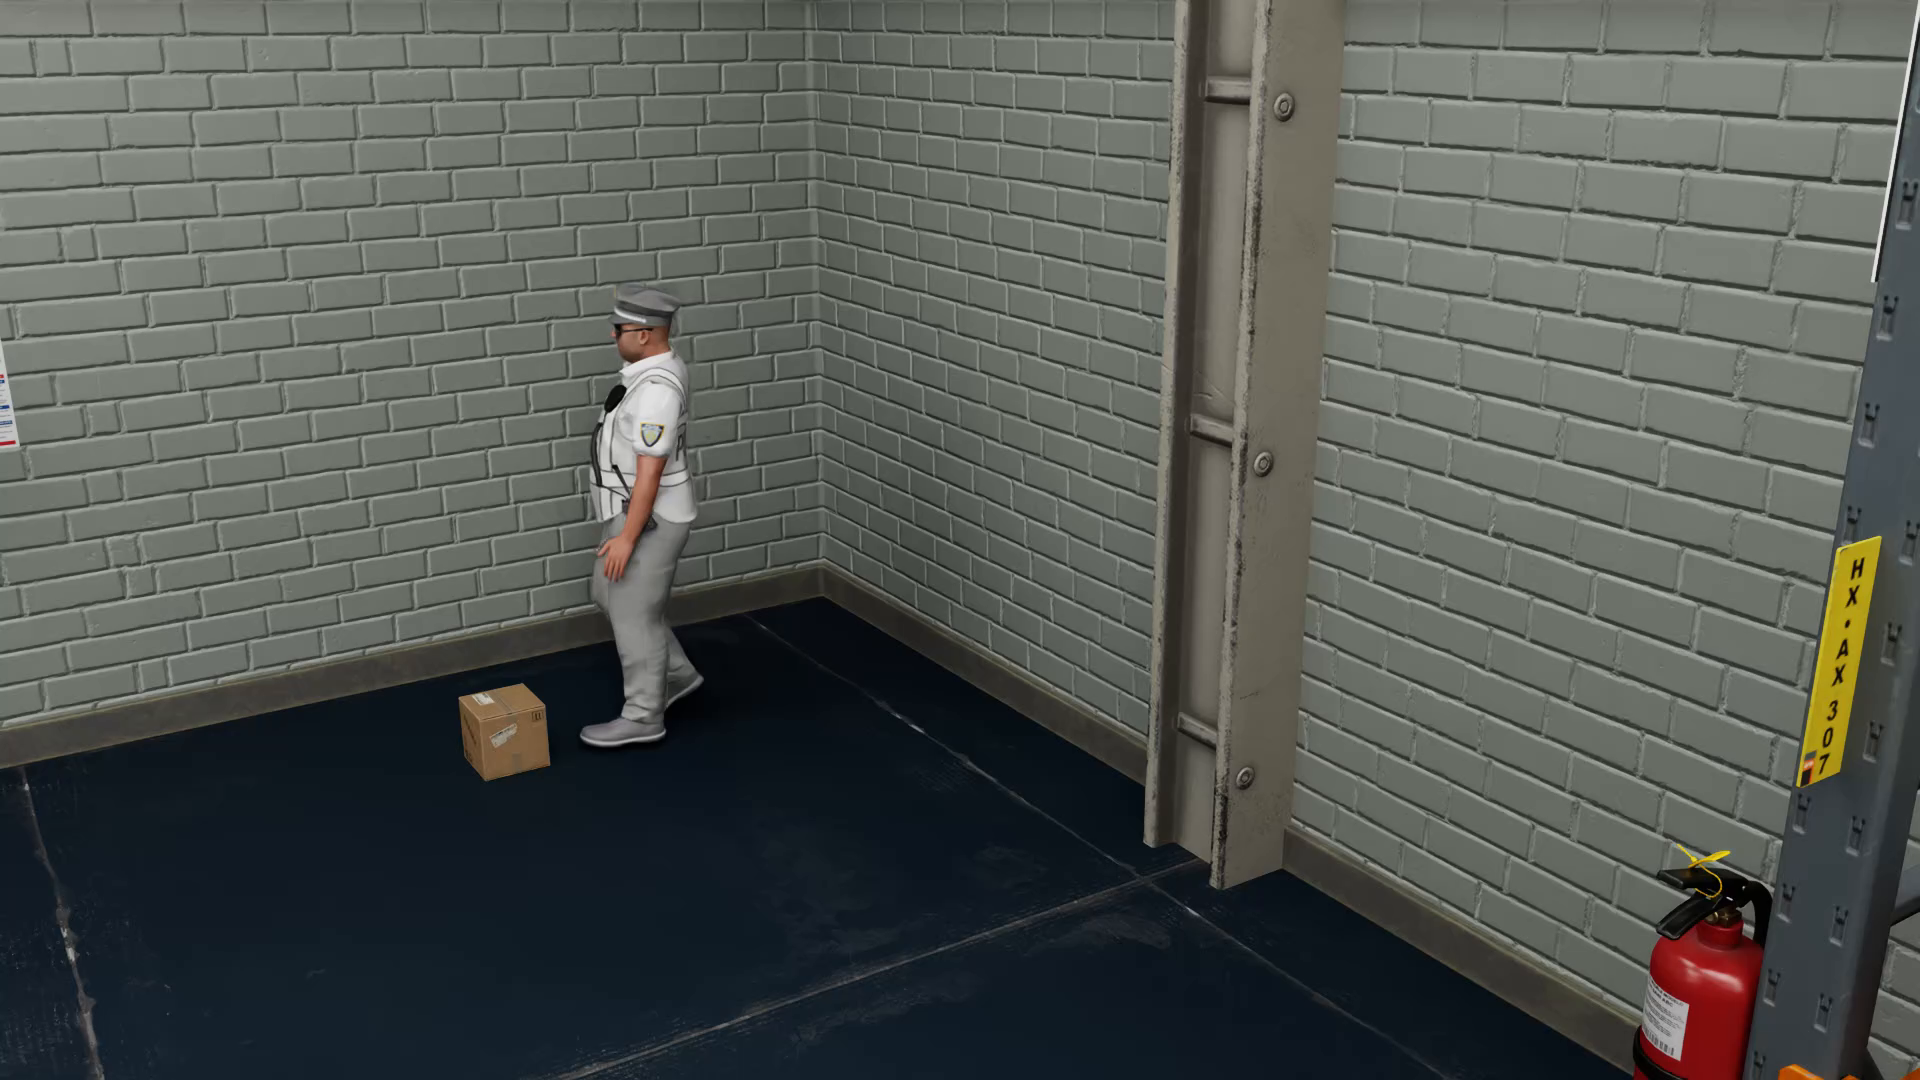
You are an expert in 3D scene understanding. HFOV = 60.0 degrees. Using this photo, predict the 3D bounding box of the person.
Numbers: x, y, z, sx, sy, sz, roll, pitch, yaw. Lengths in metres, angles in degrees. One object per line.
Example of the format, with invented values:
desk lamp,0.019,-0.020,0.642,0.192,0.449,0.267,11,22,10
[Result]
person,-1.231,-0.069,6.232,0.490,1.785,0.556,-3,18,-8
